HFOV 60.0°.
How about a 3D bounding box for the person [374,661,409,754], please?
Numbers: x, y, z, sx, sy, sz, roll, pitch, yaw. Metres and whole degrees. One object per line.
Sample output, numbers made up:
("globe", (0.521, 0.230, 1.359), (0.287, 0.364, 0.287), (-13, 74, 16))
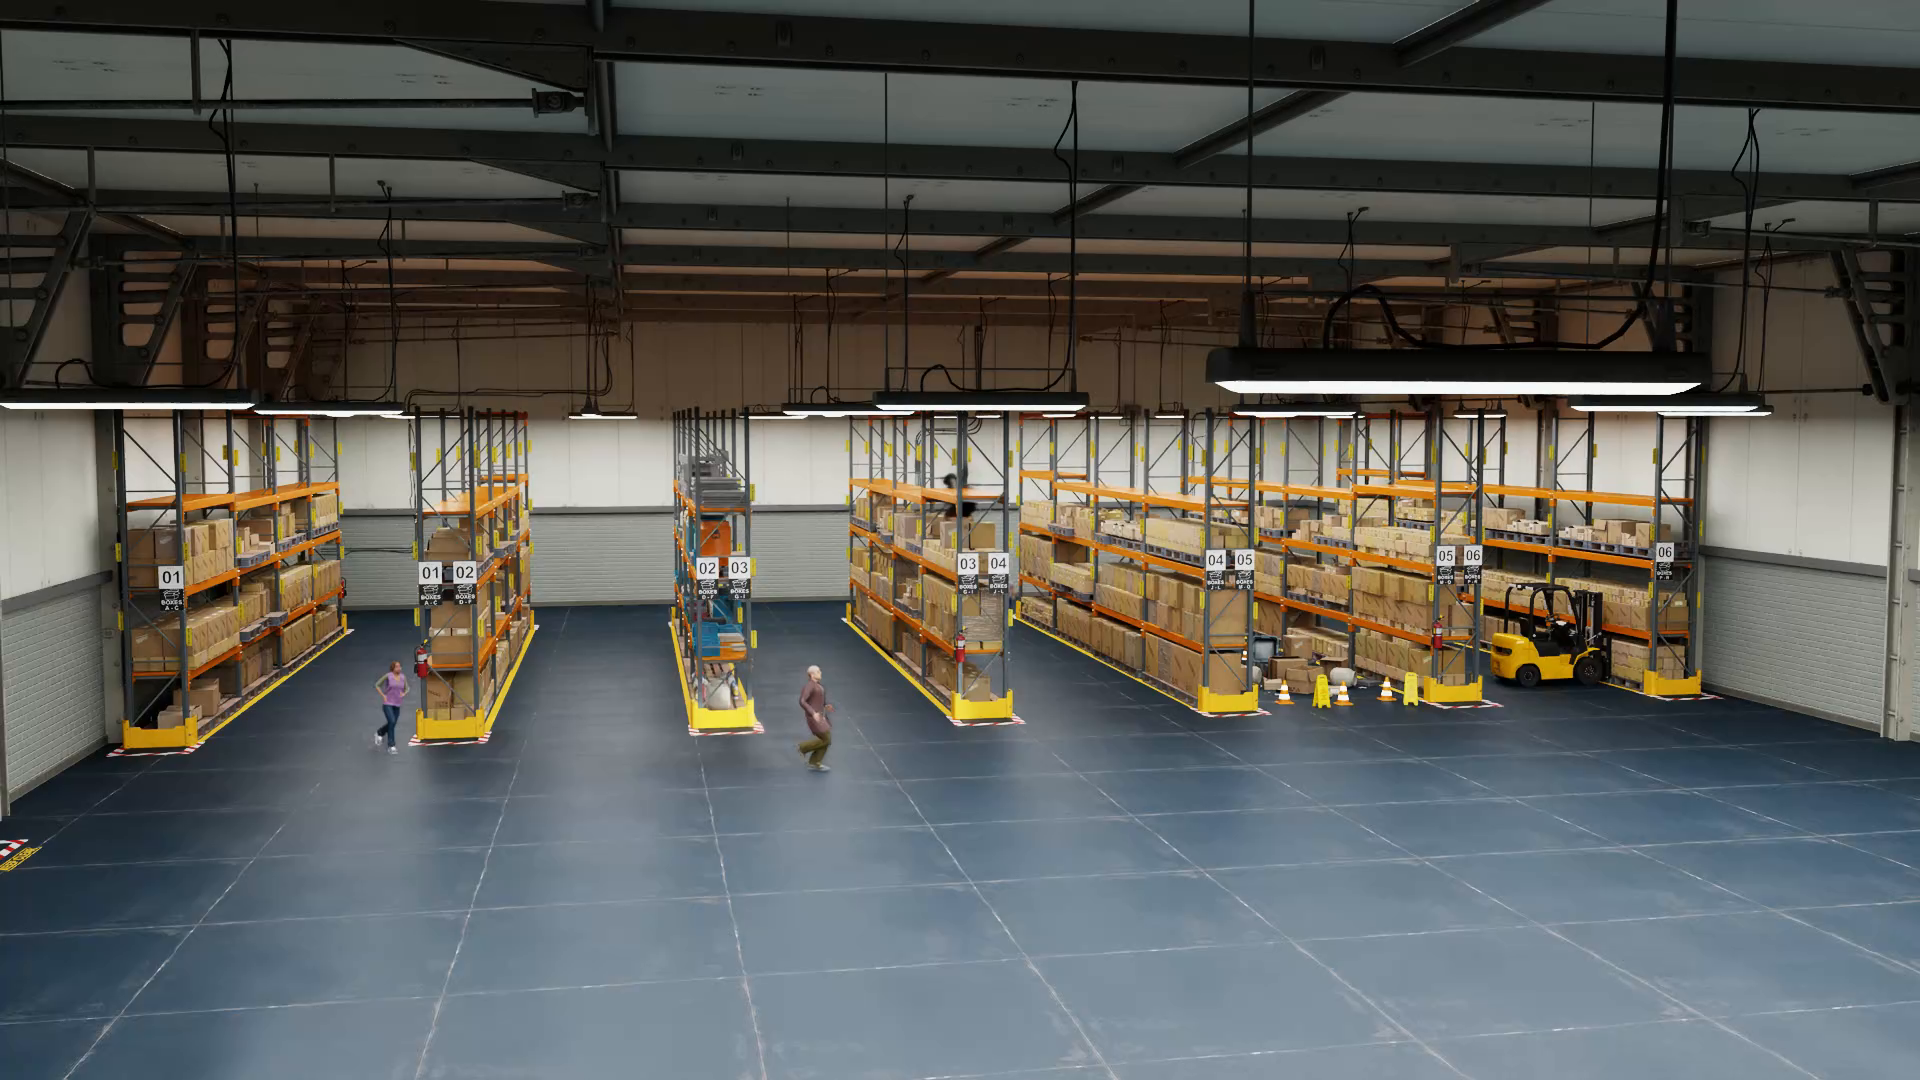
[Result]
("person", (-9.910, 2.891, 29.046), (0.577, 1.584, 0.789), (-4, 6, -44))

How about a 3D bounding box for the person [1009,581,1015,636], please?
("person", (1.180, 1.727, 44.839), (0.615, 1.672, 0.923), (-1, 4, -8))

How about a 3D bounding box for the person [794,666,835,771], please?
("person", (-2.385, 2.923, 27.280), (0.637, 1.733, 0.710), (1, 4, 9))
